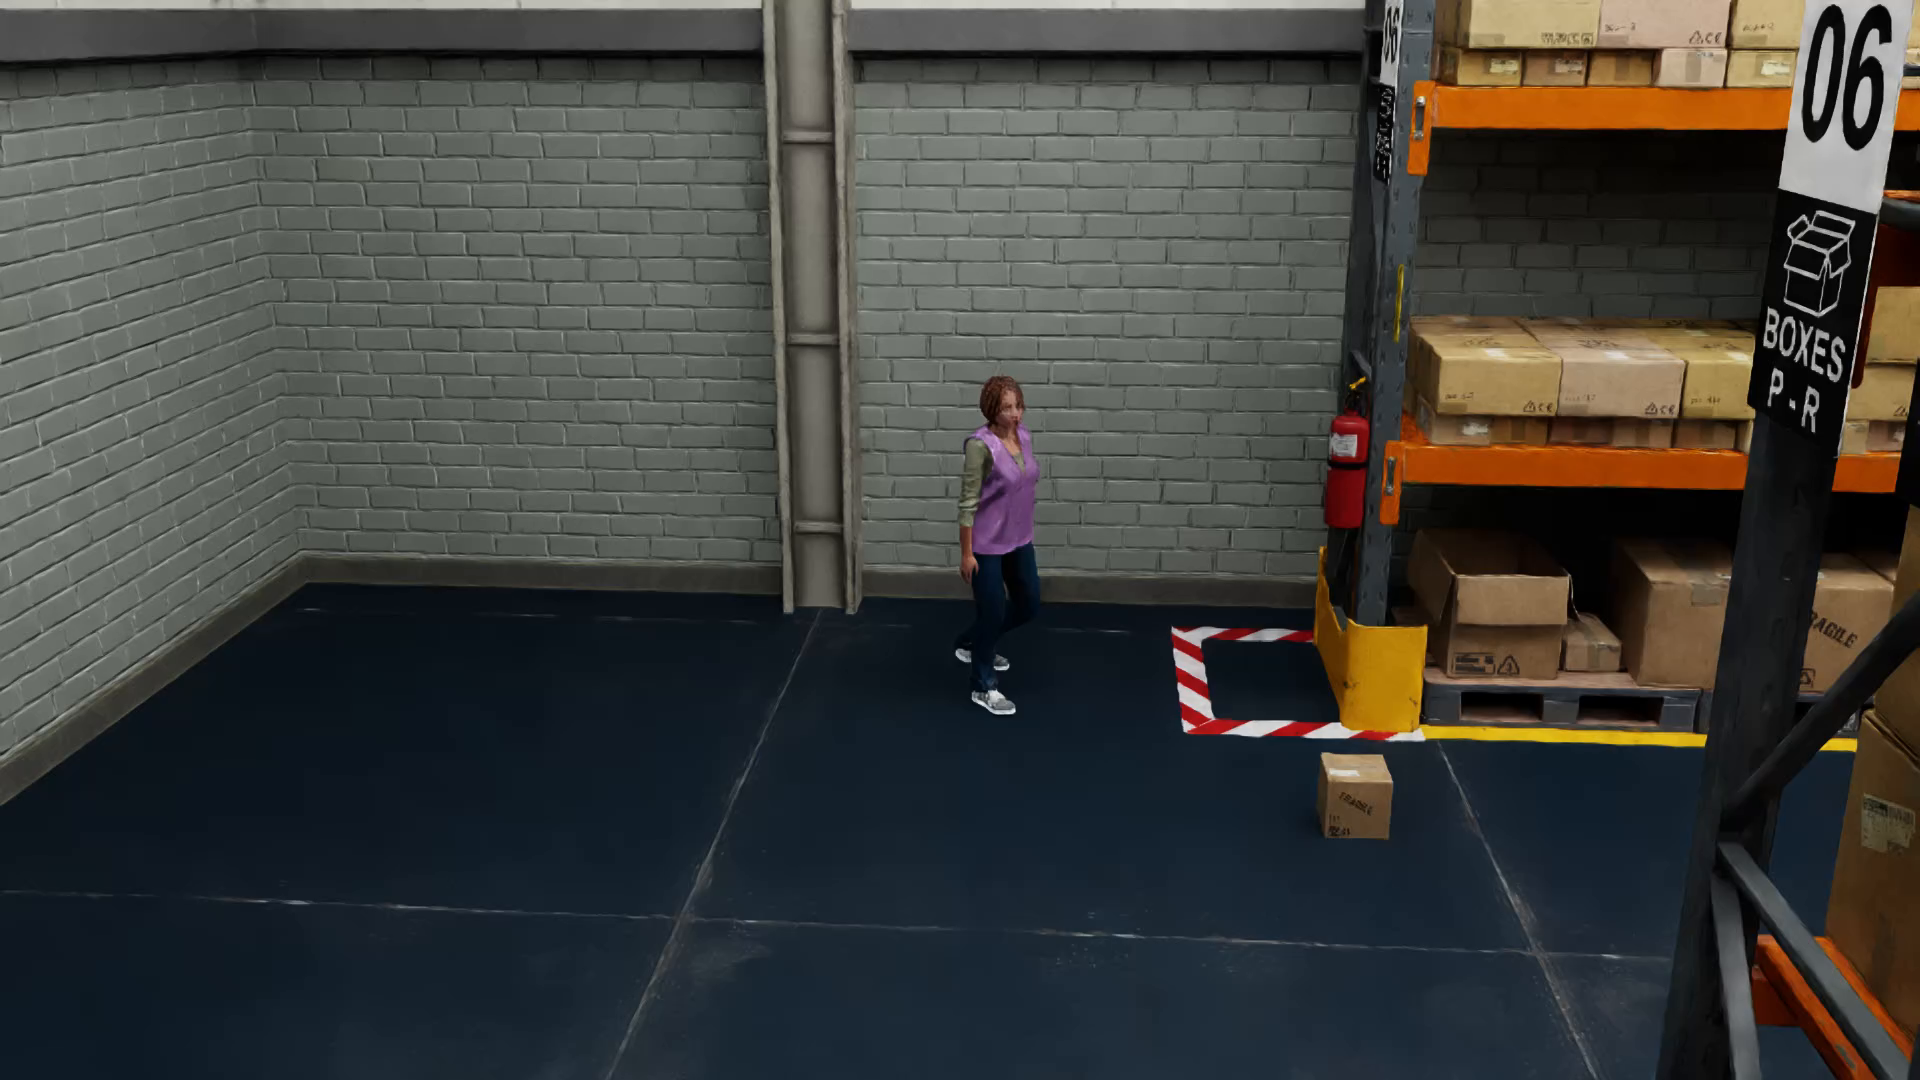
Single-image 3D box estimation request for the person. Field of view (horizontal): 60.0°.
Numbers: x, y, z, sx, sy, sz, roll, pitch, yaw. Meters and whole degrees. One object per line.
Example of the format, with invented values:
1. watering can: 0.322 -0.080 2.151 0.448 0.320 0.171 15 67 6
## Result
1. person: 0.122 0.009 7.530 0.487 1.591 0.469 15 23 39
